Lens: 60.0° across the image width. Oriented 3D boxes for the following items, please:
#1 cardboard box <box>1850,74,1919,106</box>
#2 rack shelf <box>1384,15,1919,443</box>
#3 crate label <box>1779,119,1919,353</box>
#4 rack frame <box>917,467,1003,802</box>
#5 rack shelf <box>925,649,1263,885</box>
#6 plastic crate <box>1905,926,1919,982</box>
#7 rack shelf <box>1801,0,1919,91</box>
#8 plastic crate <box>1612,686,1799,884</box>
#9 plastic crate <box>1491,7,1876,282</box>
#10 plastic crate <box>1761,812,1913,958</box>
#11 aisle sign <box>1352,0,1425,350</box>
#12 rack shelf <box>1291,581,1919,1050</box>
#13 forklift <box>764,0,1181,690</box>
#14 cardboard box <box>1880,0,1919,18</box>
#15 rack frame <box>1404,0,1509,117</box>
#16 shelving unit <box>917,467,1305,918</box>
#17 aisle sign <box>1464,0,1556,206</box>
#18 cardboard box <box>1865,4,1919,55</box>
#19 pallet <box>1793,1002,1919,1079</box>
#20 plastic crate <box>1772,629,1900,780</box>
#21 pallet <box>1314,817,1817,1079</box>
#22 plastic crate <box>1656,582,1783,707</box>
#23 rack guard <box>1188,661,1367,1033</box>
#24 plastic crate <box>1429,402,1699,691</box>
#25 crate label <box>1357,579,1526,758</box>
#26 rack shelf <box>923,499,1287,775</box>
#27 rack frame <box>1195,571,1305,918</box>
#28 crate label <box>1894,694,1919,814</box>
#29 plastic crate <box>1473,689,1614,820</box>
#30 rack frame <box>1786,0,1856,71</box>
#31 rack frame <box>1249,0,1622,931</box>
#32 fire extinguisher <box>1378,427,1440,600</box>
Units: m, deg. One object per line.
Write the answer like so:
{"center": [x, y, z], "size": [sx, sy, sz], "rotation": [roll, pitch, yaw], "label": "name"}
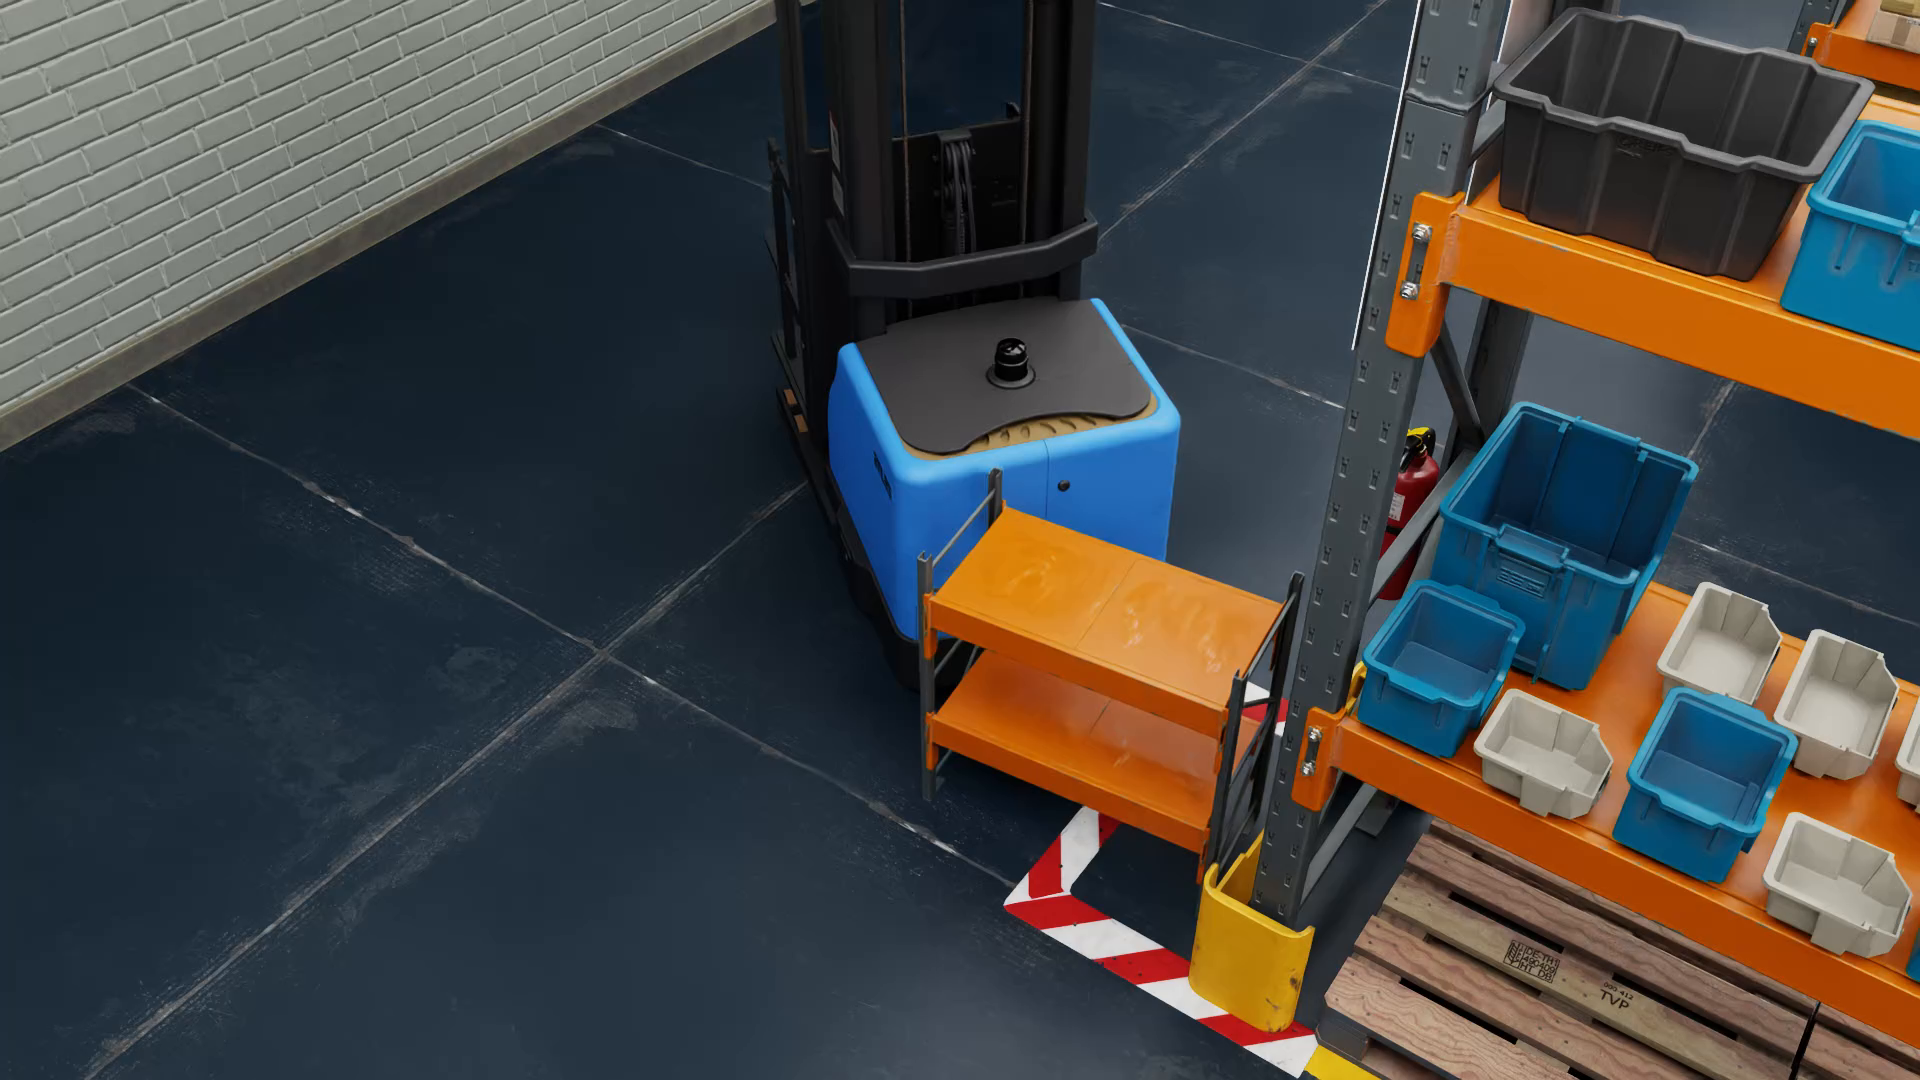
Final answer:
{"center": [4.607, -1.846, 7.842], "size": [0.875, 0.875, 0.875], "rotation": [25, 48, 25], "label": "cardboard box"}
{"center": [2.830, -0.063, 2.861], "size": [4.000, 0.370, 1.077], "rotation": [25, 48, 25], "label": "rack shelf"}
{"center": [1.763, -0.512, 2.934], "size": [0.502, 0.251, 0.408], "rotation": [25, 48, 25], "label": "crate label"}
{"center": [0.003, 0.334, 5.533], "size": [0.032, 1.125, 0.500], "rotation": [20, 46, 21], "label": "rack frame"}
{"center": [0.449, 0.680, 5.513], "size": [1.000, 0.278, 0.538], "rotation": [20, 46, 21], "label": "rack shelf"}
{"center": [2.284, 0.839, 3.643], "size": [0.300, 0.233, 0.416], "rotation": [25, 48, 25], "label": "plastic crate"}
{"center": [5.674, -1.649, 6.883], "size": [4.000, 0.370, 1.077], "rotation": [25, 48, 25], "label": "rack shelf"}
{"center": [1.745, 0.587, 3.925], "size": [0.300, 0.233, 0.416], "rotation": [25, 48, 25], "label": "plastic crate"}
{"center": [1.348, -0.749, 3.186], "size": [0.590, 0.269, 0.497], "rotation": [25, 48, 25], "label": "plastic crate"}
{"center": [1.976, 0.799, 3.760], "size": [0.298, 0.136, 0.250], "rotation": [25, 48, 25], "label": "plastic crate"}
{"center": [0.963, -0.813, 3.460], "size": [0.004, 0.787, 0.394], "rotation": [25, 48, 25], "label": "aisle sign"}
{"center": [2.830, 1.055, 3.861], "size": [4.000, 0.370, 1.077], "rotation": [25, 48, 25], "label": "rack shelf"}
{"center": [-0.167, -1.544, 6.278], "size": [1.130, 2.935, 3.031], "rotation": [-12, 43, -13], "label": "forklift"}
{"center": [4.275, -2.407, 7.080], "size": [0.500, 0.250, 0.500], "rotation": [24, 47, 24], "label": "cardboard box"}
{"center": [1.193, -2.215, 2.477], "size": [0.127, 3.000, 1.000], "rotation": [25, 48, 25], "label": "rack frame"}
{"center": [0.449, 0.498, 5.350], "size": [1.048, 1.125, 0.538], "rotation": [20, 46, 21], "label": "shelving unit"}
{"center": [1.302, -1.135, 3.820], "size": [0.004, 0.787, 0.394], "rotation": [25, 48, 25], "label": "aisle sign"}
{"center": [4.138, -2.273, 7.230], "size": [0.250, 0.149, 0.380], "rotation": [26, 48, 26], "label": "cardboard box"}
{"center": [2.840, 1.865, 4.508], "size": [1.213, 0.211, 1.003], "rotation": [25, 48, 25], "label": "pallet"}
{"center": [2.193, 0.429, 4.174], "size": [0.243, 0.136, 0.396], "rotation": [25, 48, 25], "label": "plastic crate"}
{"center": [1.846, 1.397, 5.030], "size": [1.213, 0.211, 1.003], "rotation": [25, 48, 25], "label": "pallet"}
{"center": [1.964, 0.310, 4.306], "size": [0.243, 0.136, 0.396], "rotation": [25, 48, 25], "label": "plastic crate"}
{"center": [1.166, 0.950, 5.313], "size": [0.348, 0.500, 1.175], "rotation": [25, 48, 25], "label": "rack guard"}
{"center": [1.574, 0.012, 4.416], "size": [0.499, 0.435, 0.616], "rotation": [25, 48, 25], "label": "plastic crate"}
{"center": [1.206, 0.335, 4.206], "size": [0.303, 0.233, 0.416], "rotation": [25, 48, 25], "label": "crate label"}
{"center": [0.449, 0.279, 5.155], "size": [1.000, 0.278, 0.538], "rotation": [20, 46, 21], "label": "rack shelf"}
{"center": [0.894, 0.661, 5.168], "size": [0.032, 1.125, 0.500], "rotation": [20, 46, 21], "label": "rack frame"}
{"center": [2.435, 0.522, 4.069], "size": [0.243, 0.136, 0.396], "rotation": [25, 48, 25], "label": "crate label"}
{"center": [1.421, 0.539, 4.051], "size": [0.298, 0.136, 0.250], "rotation": [25, 48, 25], "label": "plastic crate"}
{"center": [4.037, -2.683, 7.499], "size": [0.127, 3.000, 1.000], "rotation": [25, 48, 25], "label": "rack frame"}
{"center": [1.193, 0.021, 4.477], "size": [0.127, 3.000, 1.000], "rotation": [25, 48, 25], "label": "rack frame"}
{"center": [1.330, -0.117, 4.969], "size": [0.183, 0.674, 0.296], "rotation": [25, 48, 25], "label": "fire extinguisher"}
